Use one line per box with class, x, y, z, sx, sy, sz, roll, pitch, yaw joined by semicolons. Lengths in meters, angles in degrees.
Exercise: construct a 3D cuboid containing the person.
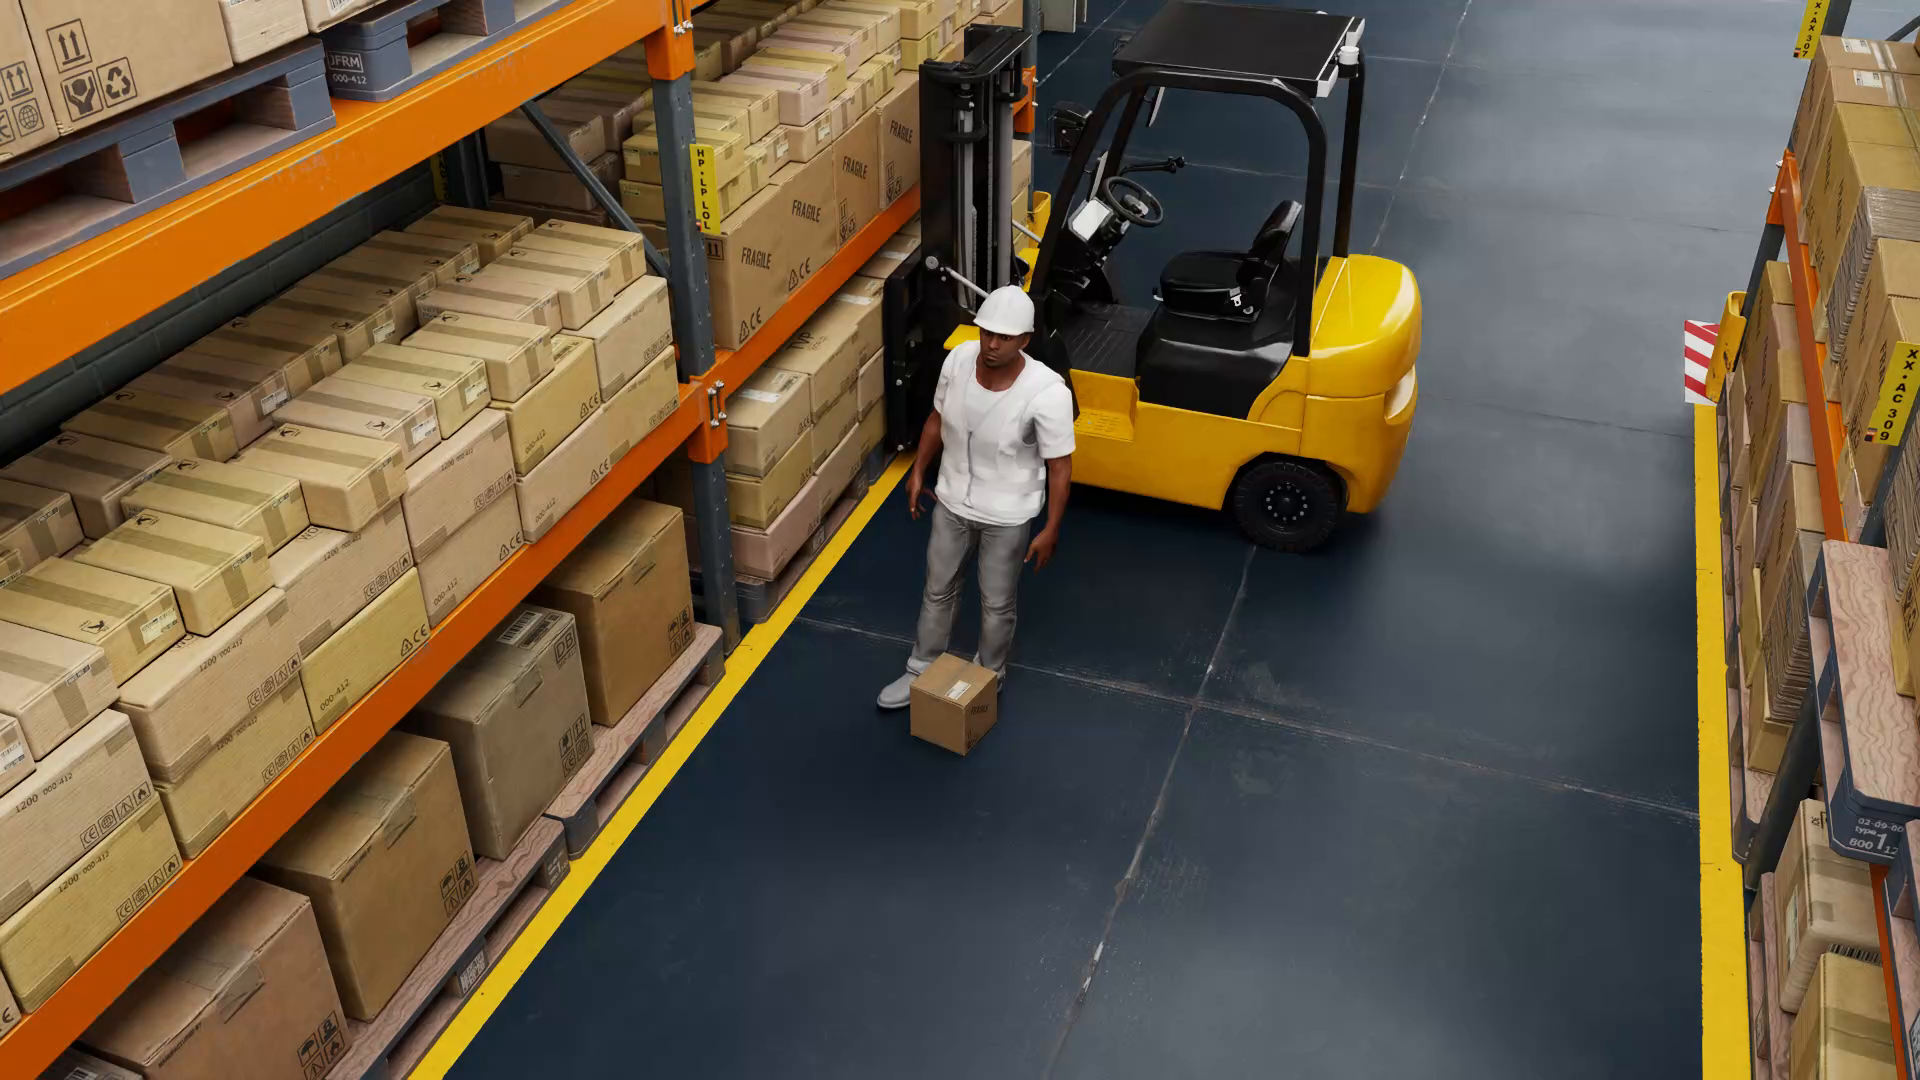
person;0.061;-0.100;6.255;0.665;1.768;0.575;20;38;27
